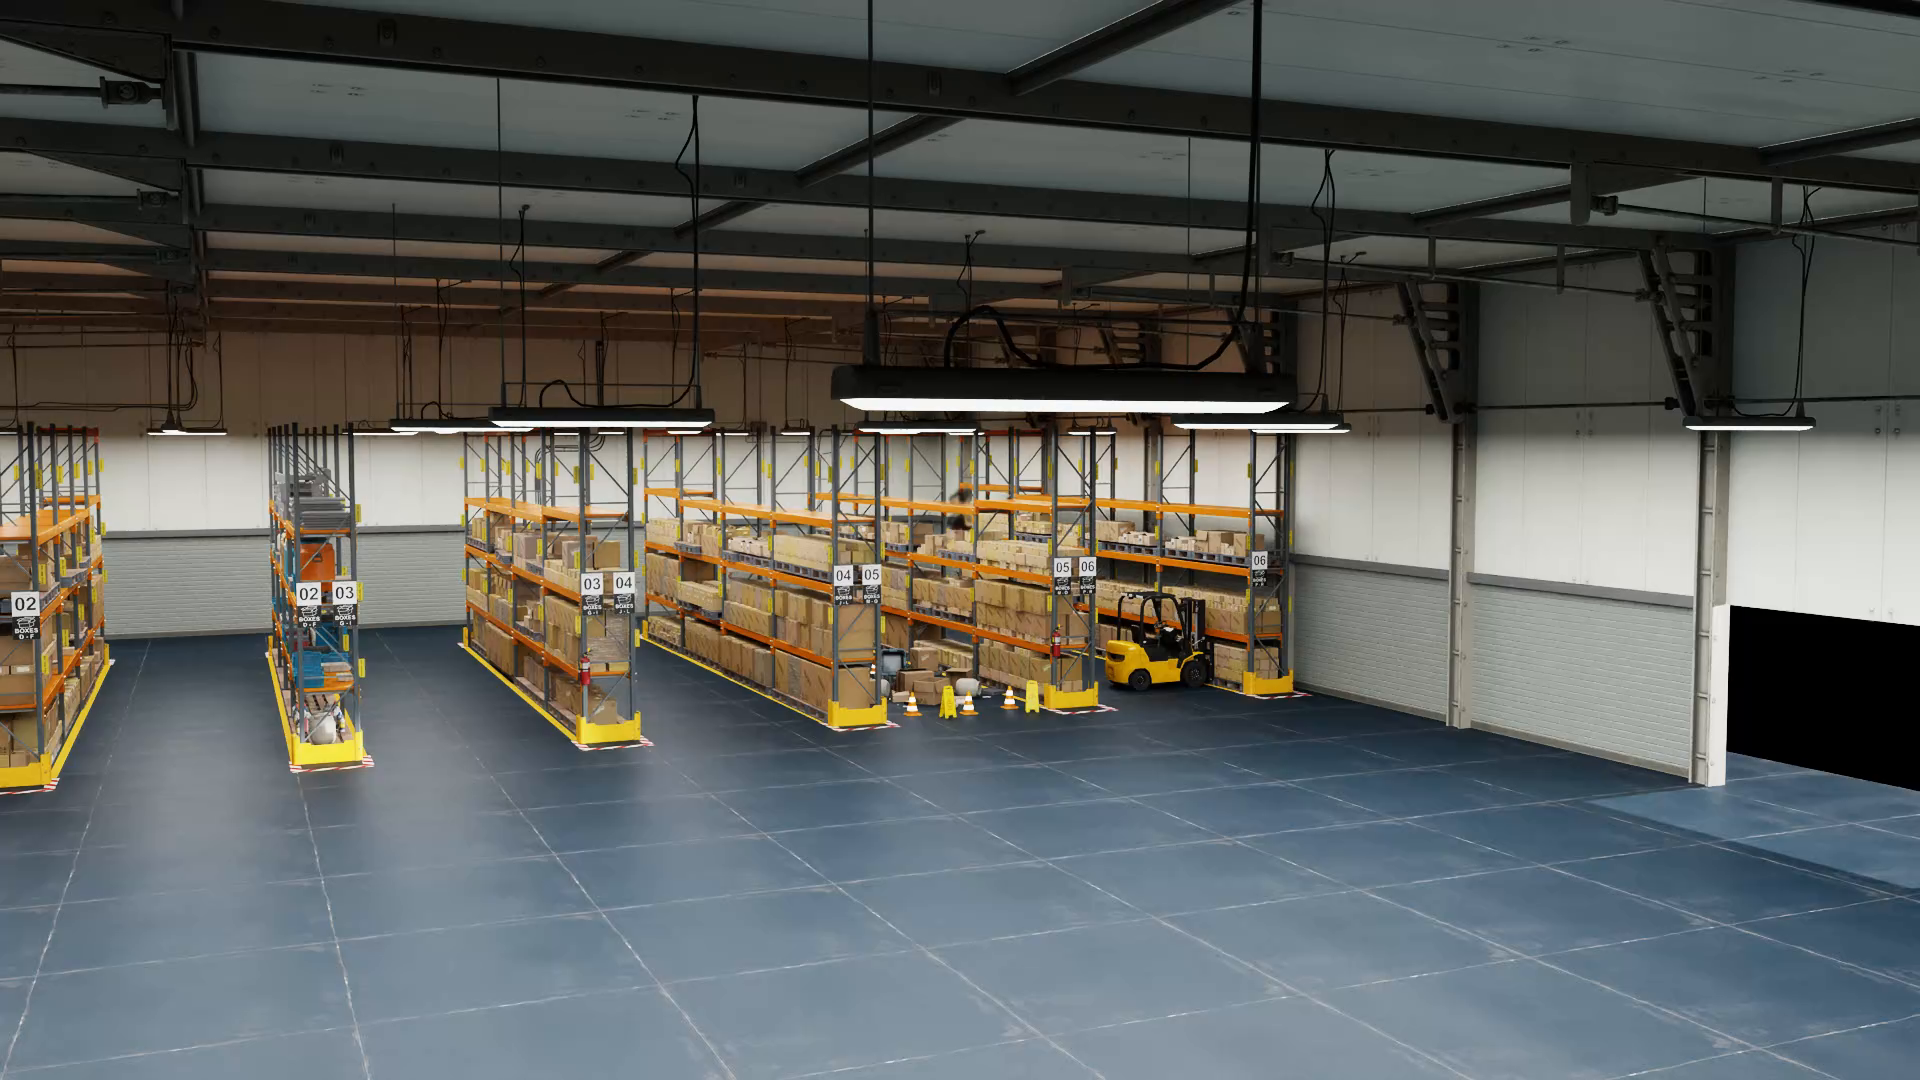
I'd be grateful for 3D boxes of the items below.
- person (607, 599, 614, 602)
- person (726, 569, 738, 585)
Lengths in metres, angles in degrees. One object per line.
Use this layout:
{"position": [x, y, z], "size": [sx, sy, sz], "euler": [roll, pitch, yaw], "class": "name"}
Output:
{"position": [-10.240, 2.006, 47.756], "size": [0.746, 1.588, 0.578], "euler": [1, 4, 16], "class": "person"}
{"position": [-6.848, 1.774, 50.080], "size": [1.042, 1.816, 0.706], "euler": [-2, 4, -25], "class": "person"}
